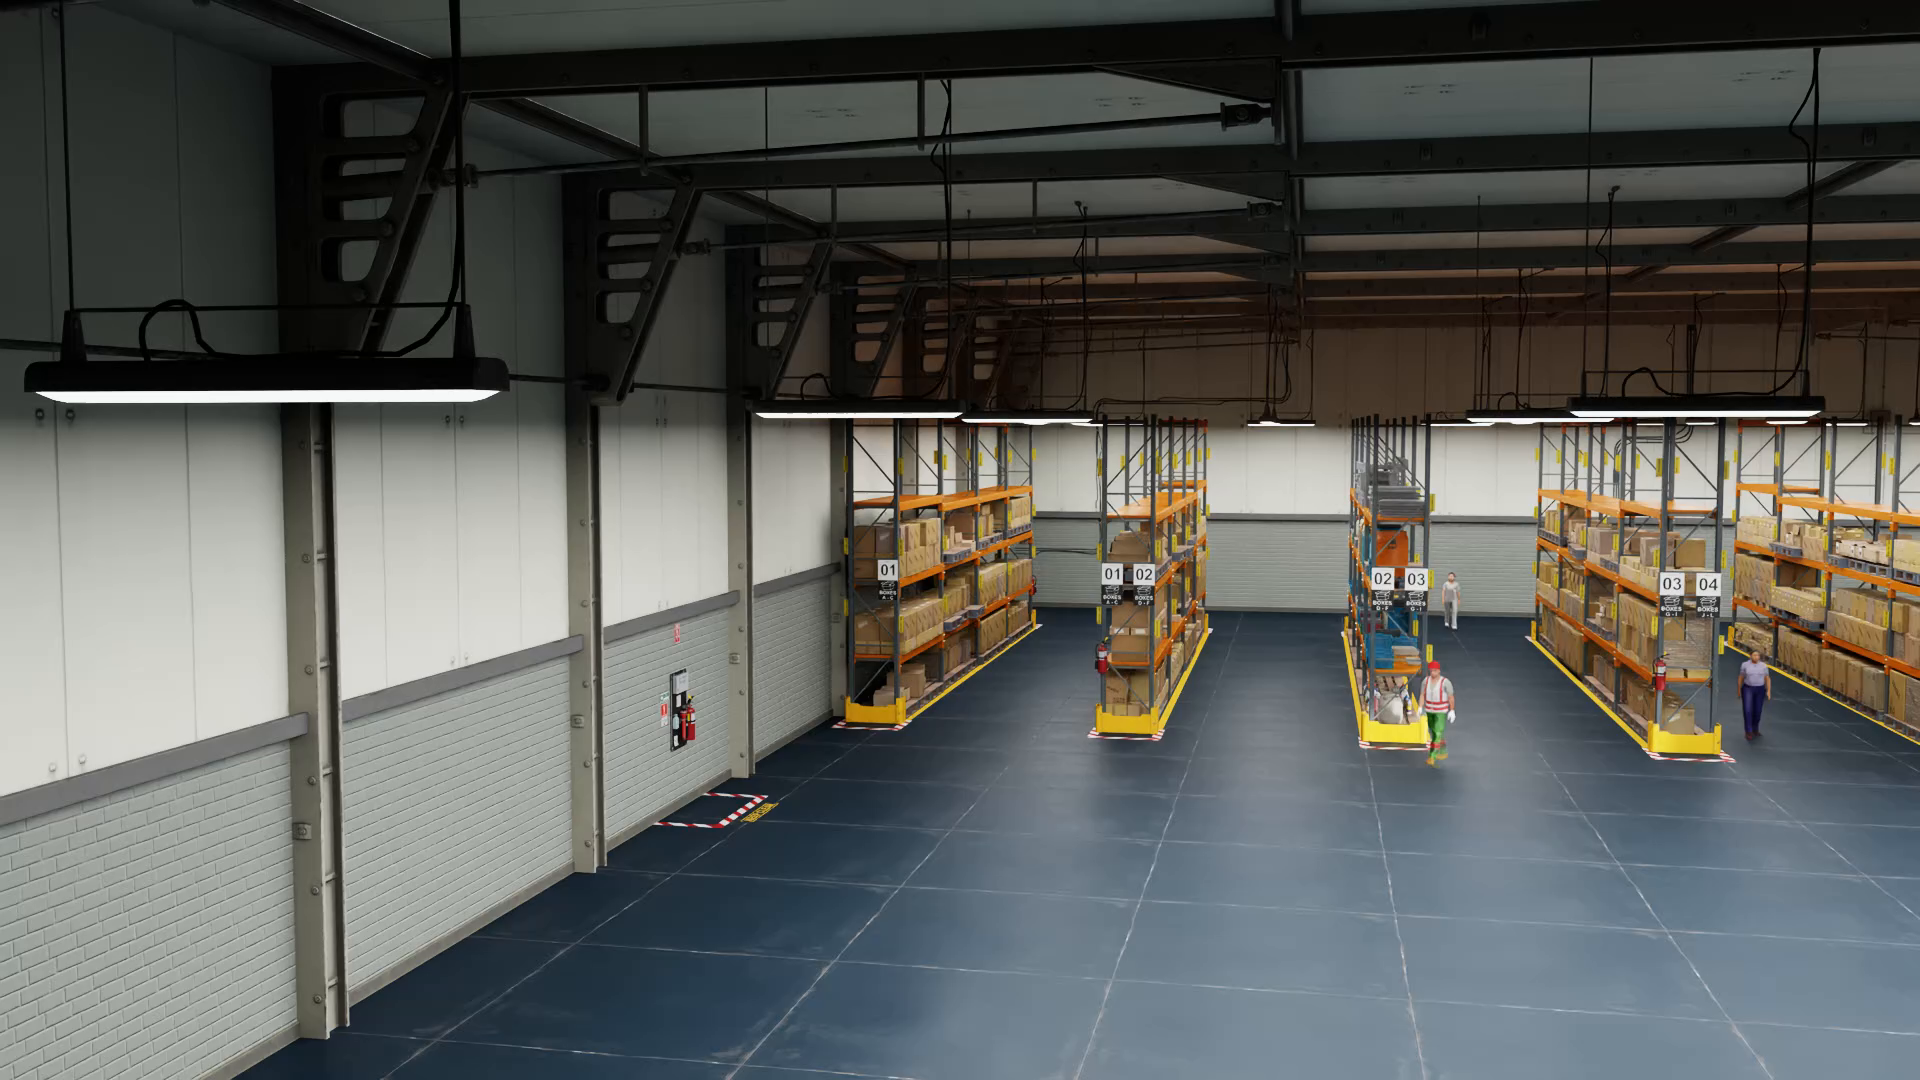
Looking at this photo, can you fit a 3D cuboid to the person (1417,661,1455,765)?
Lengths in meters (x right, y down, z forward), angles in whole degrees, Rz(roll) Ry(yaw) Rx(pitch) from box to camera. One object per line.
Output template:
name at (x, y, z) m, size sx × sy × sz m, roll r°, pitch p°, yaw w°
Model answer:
person at (8.091, 2.931, 28.379) m, size 0.995 × 1.735 × 0.563 m, roll -3°, pitch 5°, yaw -42°

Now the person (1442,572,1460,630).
person at (14.073, 1.734, 47.645) m, size 0.536 × 1.611 × 1.082 m, roll 1°, pitch 4°, yaw 9°

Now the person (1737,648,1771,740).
person at (14.774, 2.850, 30.917) m, size 0.534 × 1.669 × 0.652 m, roll 1°, pitch 4°, yaw 13°
